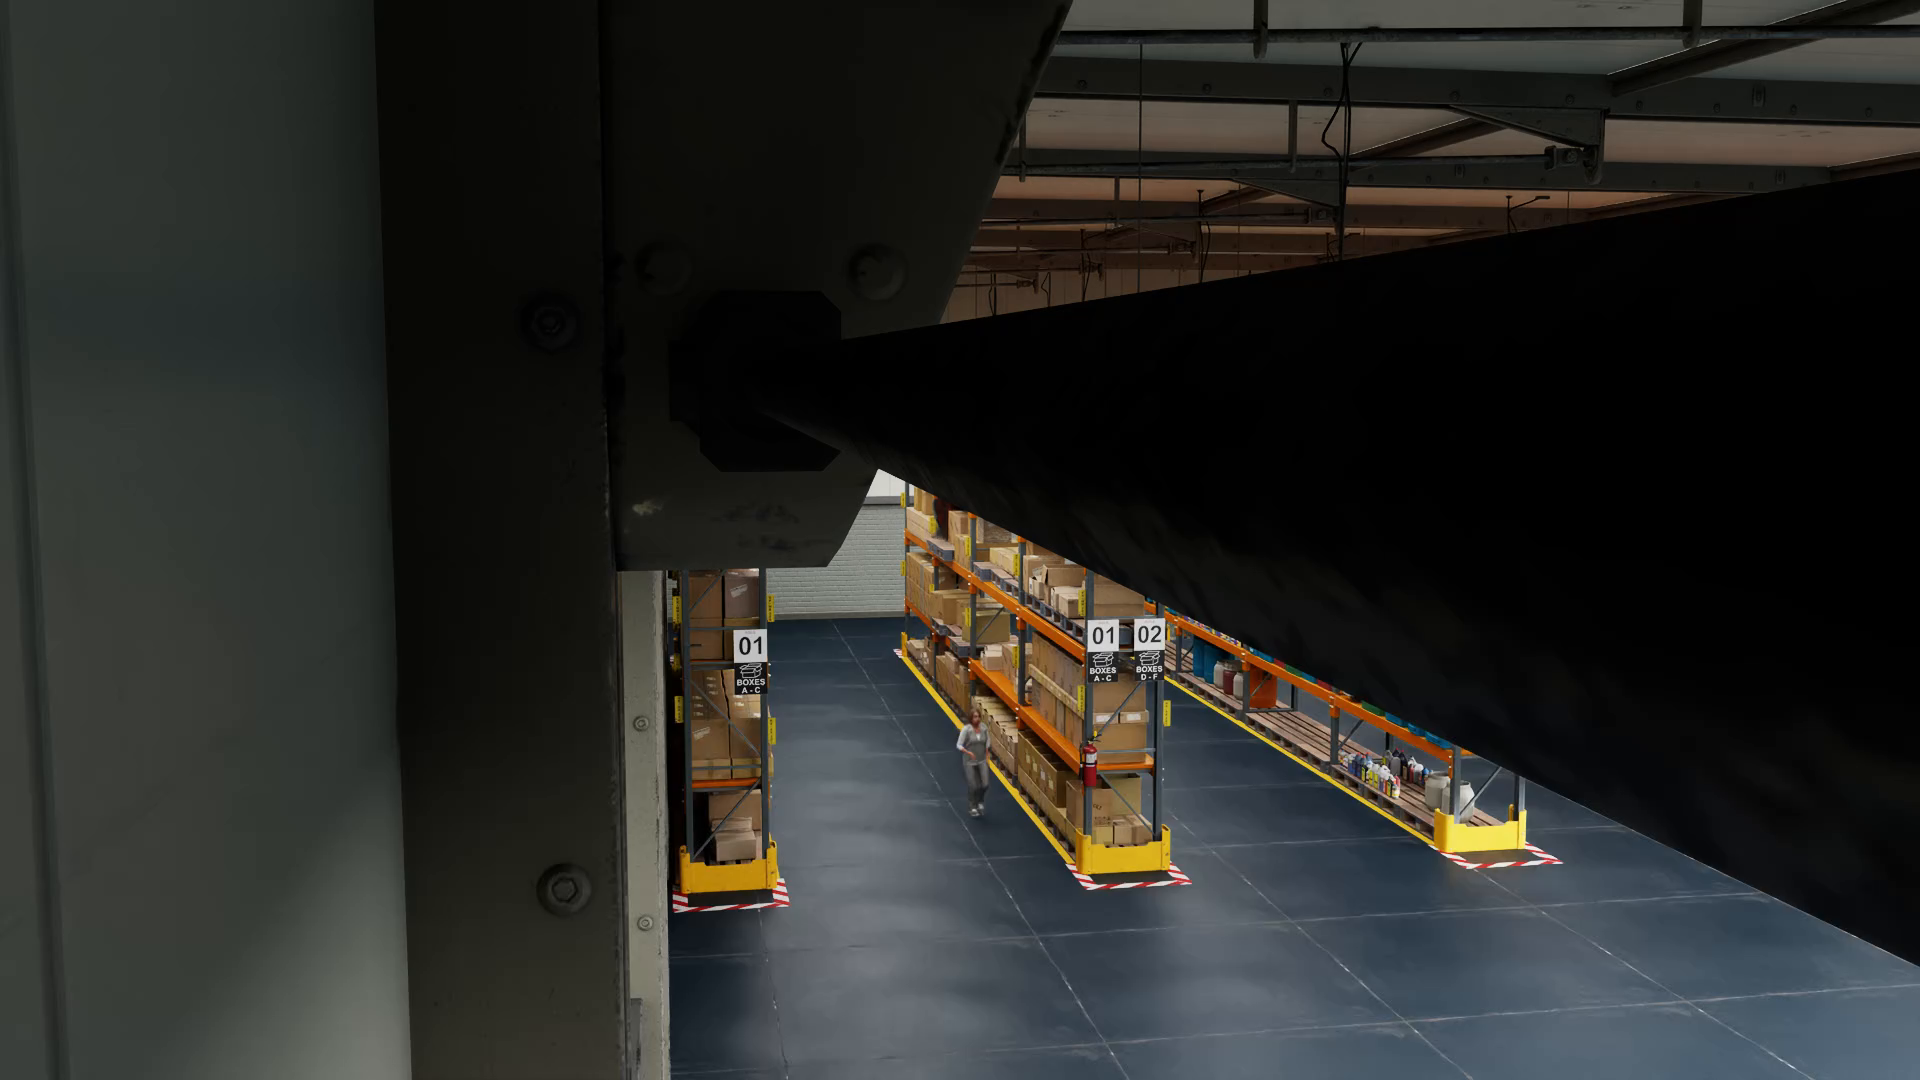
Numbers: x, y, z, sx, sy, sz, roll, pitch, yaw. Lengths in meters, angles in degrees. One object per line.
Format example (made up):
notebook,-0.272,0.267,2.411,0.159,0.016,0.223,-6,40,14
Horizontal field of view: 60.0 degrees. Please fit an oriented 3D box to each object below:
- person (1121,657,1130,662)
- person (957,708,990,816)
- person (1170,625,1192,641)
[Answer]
person,3.247,2.048,33.403,0.733,1.712,1.045,-1,6,-6
person,0.219,3.131,23.295,0.534,1.561,0.576,-2,6,-15
person,5.133,1.558,38.426,0.672,1.661,0.576,3,7,26
